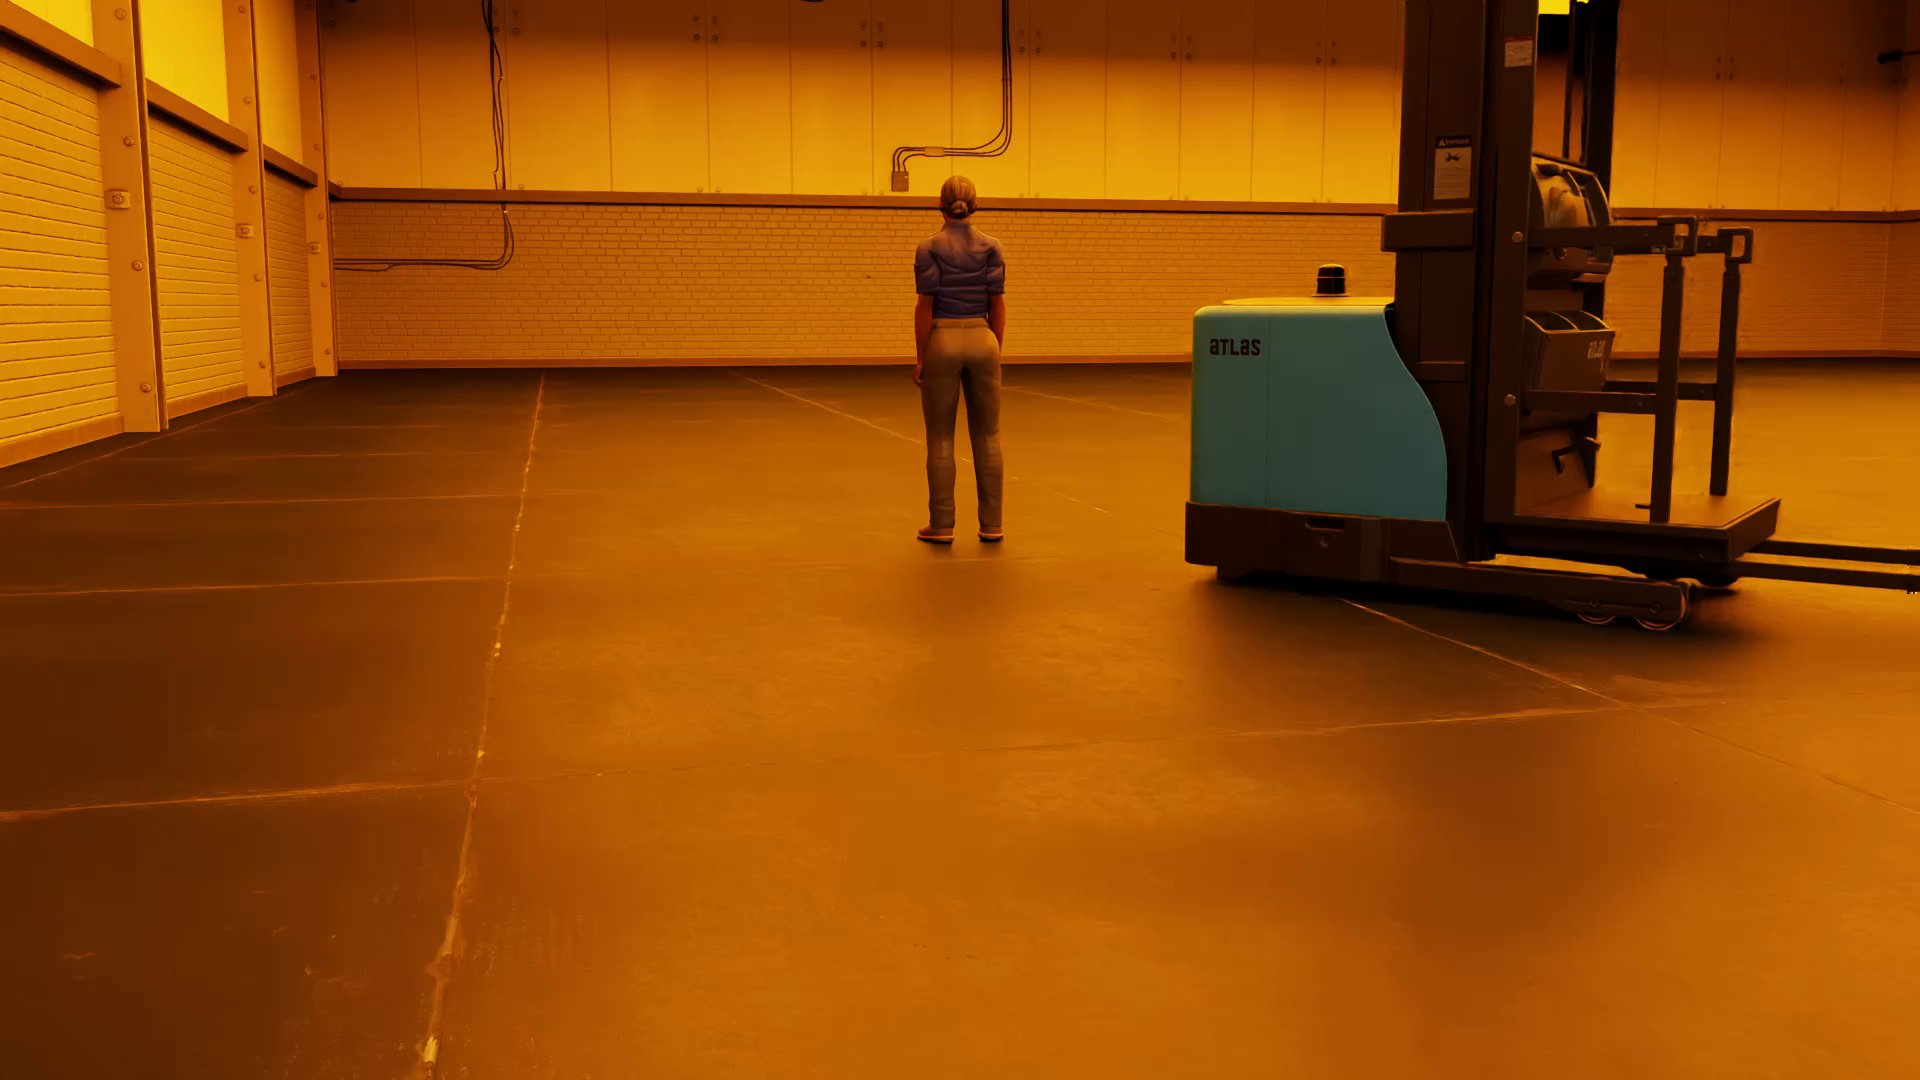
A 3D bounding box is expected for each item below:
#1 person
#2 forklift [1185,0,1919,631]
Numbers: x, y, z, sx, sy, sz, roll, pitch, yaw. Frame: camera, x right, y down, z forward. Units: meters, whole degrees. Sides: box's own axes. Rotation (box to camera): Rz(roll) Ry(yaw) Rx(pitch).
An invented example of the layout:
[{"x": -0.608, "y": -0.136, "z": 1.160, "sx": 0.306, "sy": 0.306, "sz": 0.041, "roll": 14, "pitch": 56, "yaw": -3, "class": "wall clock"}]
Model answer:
[{"x": 0.001, "y": -0.821, "z": 7.609, "sx": 0.451, "sy": 1.660, "sz": 0.335, "roll": -2, "pitch": 8, "yaw": -13, "class": "person"}, {"x": 2.392, "y": -1.231, "z": 5.933, "sx": 3.031, "sy": 2.935, "sz": 1.130, "roll": 5, "pitch": 10, "yaw": 34, "class": "forklift"}]
